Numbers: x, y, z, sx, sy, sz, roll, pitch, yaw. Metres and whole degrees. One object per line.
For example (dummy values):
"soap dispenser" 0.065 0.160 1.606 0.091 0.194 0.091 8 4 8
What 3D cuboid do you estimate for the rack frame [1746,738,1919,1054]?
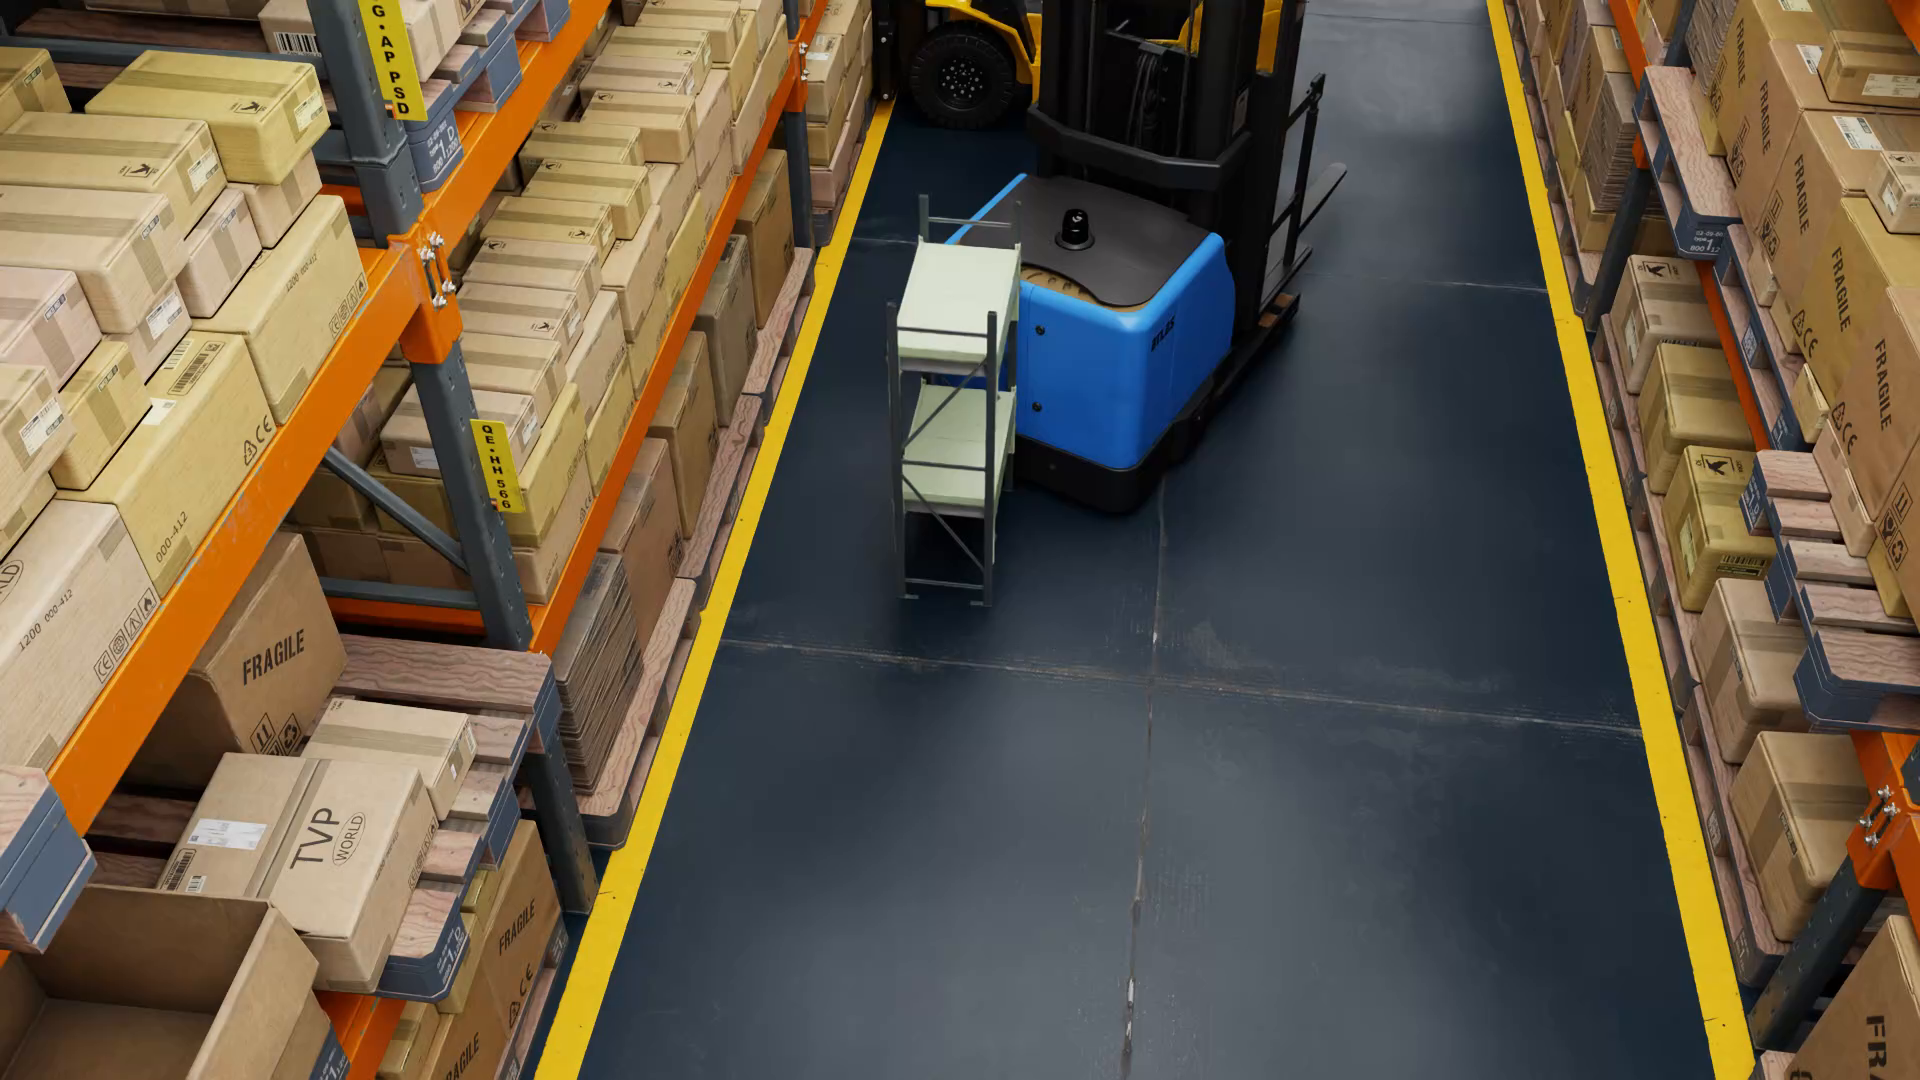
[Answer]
"rack frame" 3.126 0.600 4.456 1.000 3.000 0.127 5 44 6

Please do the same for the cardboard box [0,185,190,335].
"cardboard box" -1.671 -0.519 3.060 0.380 0.149 0.250 4 44 4

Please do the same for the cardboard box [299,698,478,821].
"cardboard box" -1.501 0.573 4.363 0.380 0.149 0.250 6 44 6

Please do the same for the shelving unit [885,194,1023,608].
"shelving unit" -0.013 -0.536 6.747 0.431 1.500 0.755 6 44 6

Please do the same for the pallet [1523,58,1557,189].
"pallet" 3.867 -2.408 9.662 1.003 0.211 1.213 5 44 6

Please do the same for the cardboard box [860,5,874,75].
"cardboard box" -0.754 -2.896 9.480 0.500 0.250 0.500 5 44 5

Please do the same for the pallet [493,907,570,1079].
"pallet" -1.931 1.670 5.355 1.003 0.211 1.213 5 44 6

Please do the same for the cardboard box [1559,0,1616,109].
"cardboard box" 3.599 -2.674 9.064 0.500 0.500 0.500 7 44 8

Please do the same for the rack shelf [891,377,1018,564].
"rack shelf" -0.013 -0.299 6.971 0.431 0.370 0.720 6 44 6

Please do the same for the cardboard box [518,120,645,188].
"cardboard box" -1.362 -1.377 6.000 0.380 0.149 0.250 5 44 6

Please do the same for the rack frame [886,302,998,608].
"rack frame" -0.065 -0.287 6.484 0.400 1.500 0.023 6 44 6

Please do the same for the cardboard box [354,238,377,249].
"cardboard box" -1.971 -0.893 5.489 0.380 0.149 0.250 4 44 5

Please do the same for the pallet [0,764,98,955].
"pallet" -2.034 0.712 2.294 1.213 0.211 1.003 5 44 6

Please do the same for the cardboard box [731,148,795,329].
"cardboard box" -1.324 -1.508 8.105 0.875 0.625 0.625 7 44 7

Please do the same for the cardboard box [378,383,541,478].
"cardboard box" -1.461 -0.311 4.874 0.380 0.149 0.250 6 44 7

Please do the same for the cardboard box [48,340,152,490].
"cardboard box" -1.706 -0.239 2.981 0.380 0.149 0.250 5 44 6

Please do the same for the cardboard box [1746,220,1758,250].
"cardboard box" 3.155 -1.130 6.161 0.380 0.149 0.250 6 44 6

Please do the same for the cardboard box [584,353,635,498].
"cardboard box" -1.423 -0.416 5.639 0.500 0.250 0.500 4 44 5

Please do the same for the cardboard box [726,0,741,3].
"cardboard box" -1.107 -2.416 7.097 0.380 0.149 0.250 5 44 5

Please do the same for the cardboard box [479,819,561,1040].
"cardboard box" -1.638 1.215 5.320 0.500 0.500 0.500 6 44 7

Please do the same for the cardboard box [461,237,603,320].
"cardboard box" -1.396 -0.849 5.443 0.380 0.149 0.250 6 44 6

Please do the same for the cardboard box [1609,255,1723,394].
"cardboard box" 3.588 -0.966 7.717 0.950 0.372 0.625 6 44 6

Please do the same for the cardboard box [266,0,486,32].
"cardboard box" -1.458 -1.634 4.184 0.500 0.500 0.500 6 44 6

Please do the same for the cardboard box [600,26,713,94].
"cardboard box" -1.192 -1.889 6.542 0.380 0.149 0.250 4 44 5

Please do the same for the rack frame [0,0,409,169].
"rack frame" -1.795 -2.027 2.868 1.000 3.000 0.127 5 44 6

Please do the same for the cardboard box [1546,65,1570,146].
"cardboard box" 3.599 -2.417 9.338 0.500 0.250 0.500 6 44 6

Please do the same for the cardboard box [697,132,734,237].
"cardboard box" -1.230 -1.474 6.756 0.500 0.250 0.500 5 44 6

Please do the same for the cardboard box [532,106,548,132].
"cardboard box" -1.773 -1.591 6.227 0.380 0.149 0.250 6 44 6

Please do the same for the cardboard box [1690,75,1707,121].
"cardboard box" 3.268 -1.839 6.910 0.380 0.149 0.250 6 44 6

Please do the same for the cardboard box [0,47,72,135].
"cardboard box" -2.118 -0.910 3.473 0.380 0.149 0.250 4 44 4

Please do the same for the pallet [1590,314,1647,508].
"pallet" 3.553 -0.582 7.734 1.003 0.211 1.213 5 44 6

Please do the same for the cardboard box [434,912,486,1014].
"cardboard box" -1.614 1.220 4.843 0.380 0.149 0.250 3 44 3

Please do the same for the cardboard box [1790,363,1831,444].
"cardboard box" 2.952 -0.430 5.422 0.380 0.149 0.250 6 44 6

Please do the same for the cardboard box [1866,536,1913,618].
"cardboard box" 2.900 0.105 4.857 0.380 0.149 0.250 6 44 6

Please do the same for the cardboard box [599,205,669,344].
"cardboard box" -1.340 -0.952 5.841 0.500 0.250 0.500 4 44 4

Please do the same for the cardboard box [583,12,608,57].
"cardboard box" -1.660 -2.102 6.766 0.380 0.149 0.250 5 44 5

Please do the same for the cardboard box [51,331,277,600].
"cardboard box" -1.688 -0.168 3.196 0.500 0.250 0.500 5 44 6

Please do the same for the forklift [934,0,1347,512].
"forklift" 1.057 -2.183 7.446 1.130 2.935 3.031 22 48 22

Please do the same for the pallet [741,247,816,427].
"pallet" -1.325 -1.056 8.234 1.003 0.211 1.213 5 44 6

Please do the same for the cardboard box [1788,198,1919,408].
"cardboard box" 3.033 -0.729 5.266 0.500 0.500 0.500 3 43 3

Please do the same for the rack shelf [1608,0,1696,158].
"rack shelf" 3.919 -3.227 9.022 1.077 0.370 4.000 5 44 6

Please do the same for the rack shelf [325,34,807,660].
"rack shelf" -1.530 -0.950 6.617 1.077 0.370 4.000 5 44 6

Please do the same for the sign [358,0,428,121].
"sign" -1.257 -1.074 3.668 0.100 0.325 0.005 5 44 6

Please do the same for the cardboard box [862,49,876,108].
"cardboard box" -0.770 -2.727 9.665 0.500 0.250 0.500 6 44 6

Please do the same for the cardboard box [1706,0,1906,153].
"cardboard box" 3.243 -1.788 6.384 0.500 0.500 0.500 5 44 6

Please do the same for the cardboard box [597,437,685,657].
"cardboard box" -1.620 -0.008 6.521 0.875 0.625 0.625 7 44 7

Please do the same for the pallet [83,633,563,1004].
"pallet" -1.815 0.690 4.502 1.213 0.211 1.003 5 44 6

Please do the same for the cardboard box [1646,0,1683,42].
"cardboard box" 3.467 -2.595 7.543 0.500 0.500 0.500 4 44 4

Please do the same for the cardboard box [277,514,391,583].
"cardboard box" -1.989 -0.123 5.330 0.500 0.250 0.500 4 44 5

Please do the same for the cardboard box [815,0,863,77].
"cardboard box" -0.813 -2.740 8.952 0.500 0.250 0.500 5 44 6

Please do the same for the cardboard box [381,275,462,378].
"cardboard box" -1.945 -0.655 5.528 0.500 0.250 0.500 6 44 6

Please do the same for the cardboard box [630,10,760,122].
"cardboard box" -1.138 -1.992 6.940 0.500 0.250 0.500 4 44 4

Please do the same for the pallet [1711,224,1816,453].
"pallet" 3.347 -0.683 5.951 1.003 0.211 1.213 5 44 6

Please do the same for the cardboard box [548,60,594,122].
"cardboard box" -1.743 -1.688 6.619 0.500 0.250 0.500 4 44 5

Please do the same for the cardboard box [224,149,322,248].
"cardboard box" -1.603 -0.764 3.535 0.380 0.149 0.250 6 44 6

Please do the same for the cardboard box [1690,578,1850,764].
"cardboard box" 3.300 0.514 6.153 0.950 0.372 0.625 4 44 5

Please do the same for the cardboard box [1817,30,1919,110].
"cardboard box" 3.200 -1.620 5.735 0.380 0.149 0.250 8 44 8

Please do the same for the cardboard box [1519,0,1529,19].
"cardboard box" 3.803 -3.481 10.461 0.500 0.250 0.500 5 44 5
